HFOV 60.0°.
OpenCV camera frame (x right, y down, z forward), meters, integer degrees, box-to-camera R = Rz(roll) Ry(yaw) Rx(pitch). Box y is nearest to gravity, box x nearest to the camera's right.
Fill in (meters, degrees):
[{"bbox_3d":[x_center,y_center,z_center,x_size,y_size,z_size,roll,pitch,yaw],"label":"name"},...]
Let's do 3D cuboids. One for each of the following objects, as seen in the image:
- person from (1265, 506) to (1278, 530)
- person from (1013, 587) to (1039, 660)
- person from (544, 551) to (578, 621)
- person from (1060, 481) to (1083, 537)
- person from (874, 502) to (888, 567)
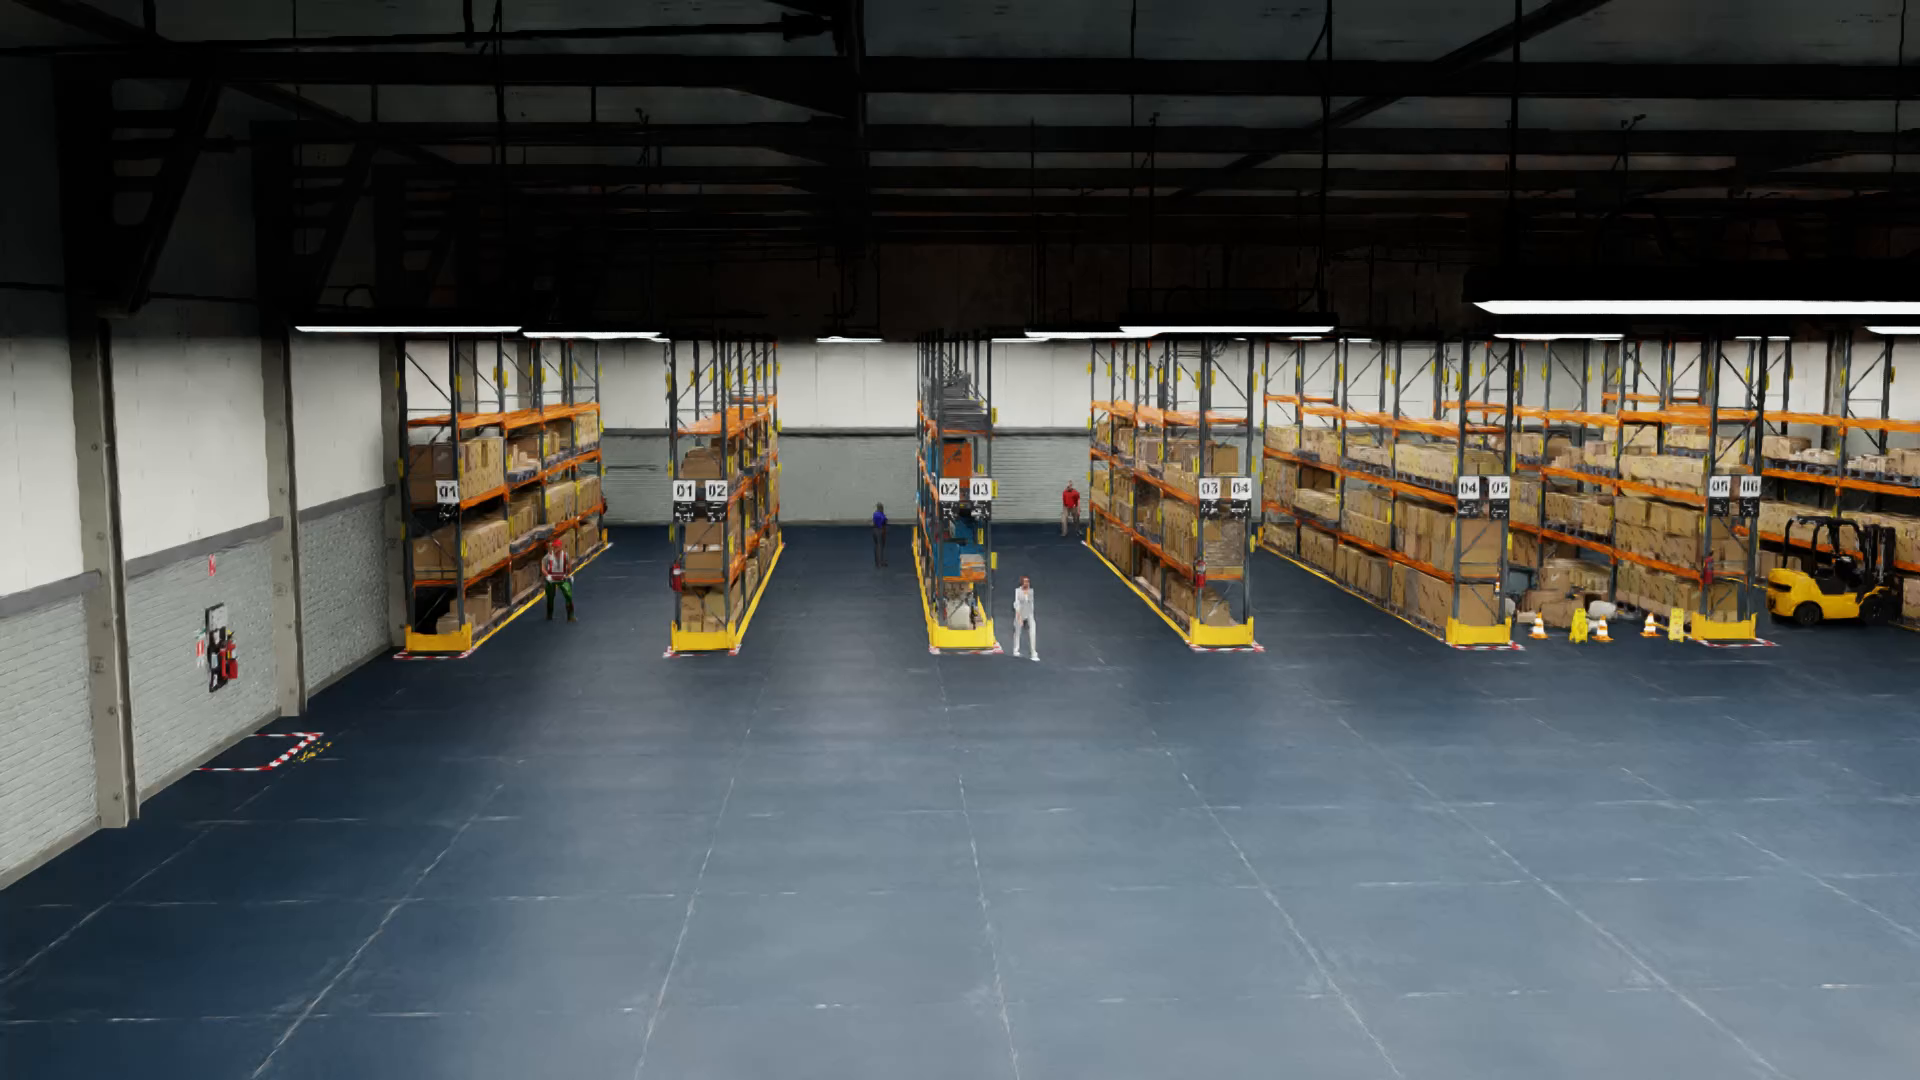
[{"bbox_3d":[9.161,-0.931,49.002,0.525,1.648,0.563,-5,9,-38],"label":"person"},{"bbox_3d":[1.179,1.498,30.266,0.354,1.315,0.957,-1,7,-11],"label":"person"},{"bbox_3d":[-8.273,0.924,34.357,0.619,1.496,0.829,-3,7,-21],"label":"person"},{"bbox_3d":[3.308,-0.937,49.493,0.584,1.664,0.953,2,7,18],"label":"person"},{"bbox_3d":[-2.037,-0.159,42.905,0.422,1.652,0.489,-5,8,-34],"label":"person"}]
